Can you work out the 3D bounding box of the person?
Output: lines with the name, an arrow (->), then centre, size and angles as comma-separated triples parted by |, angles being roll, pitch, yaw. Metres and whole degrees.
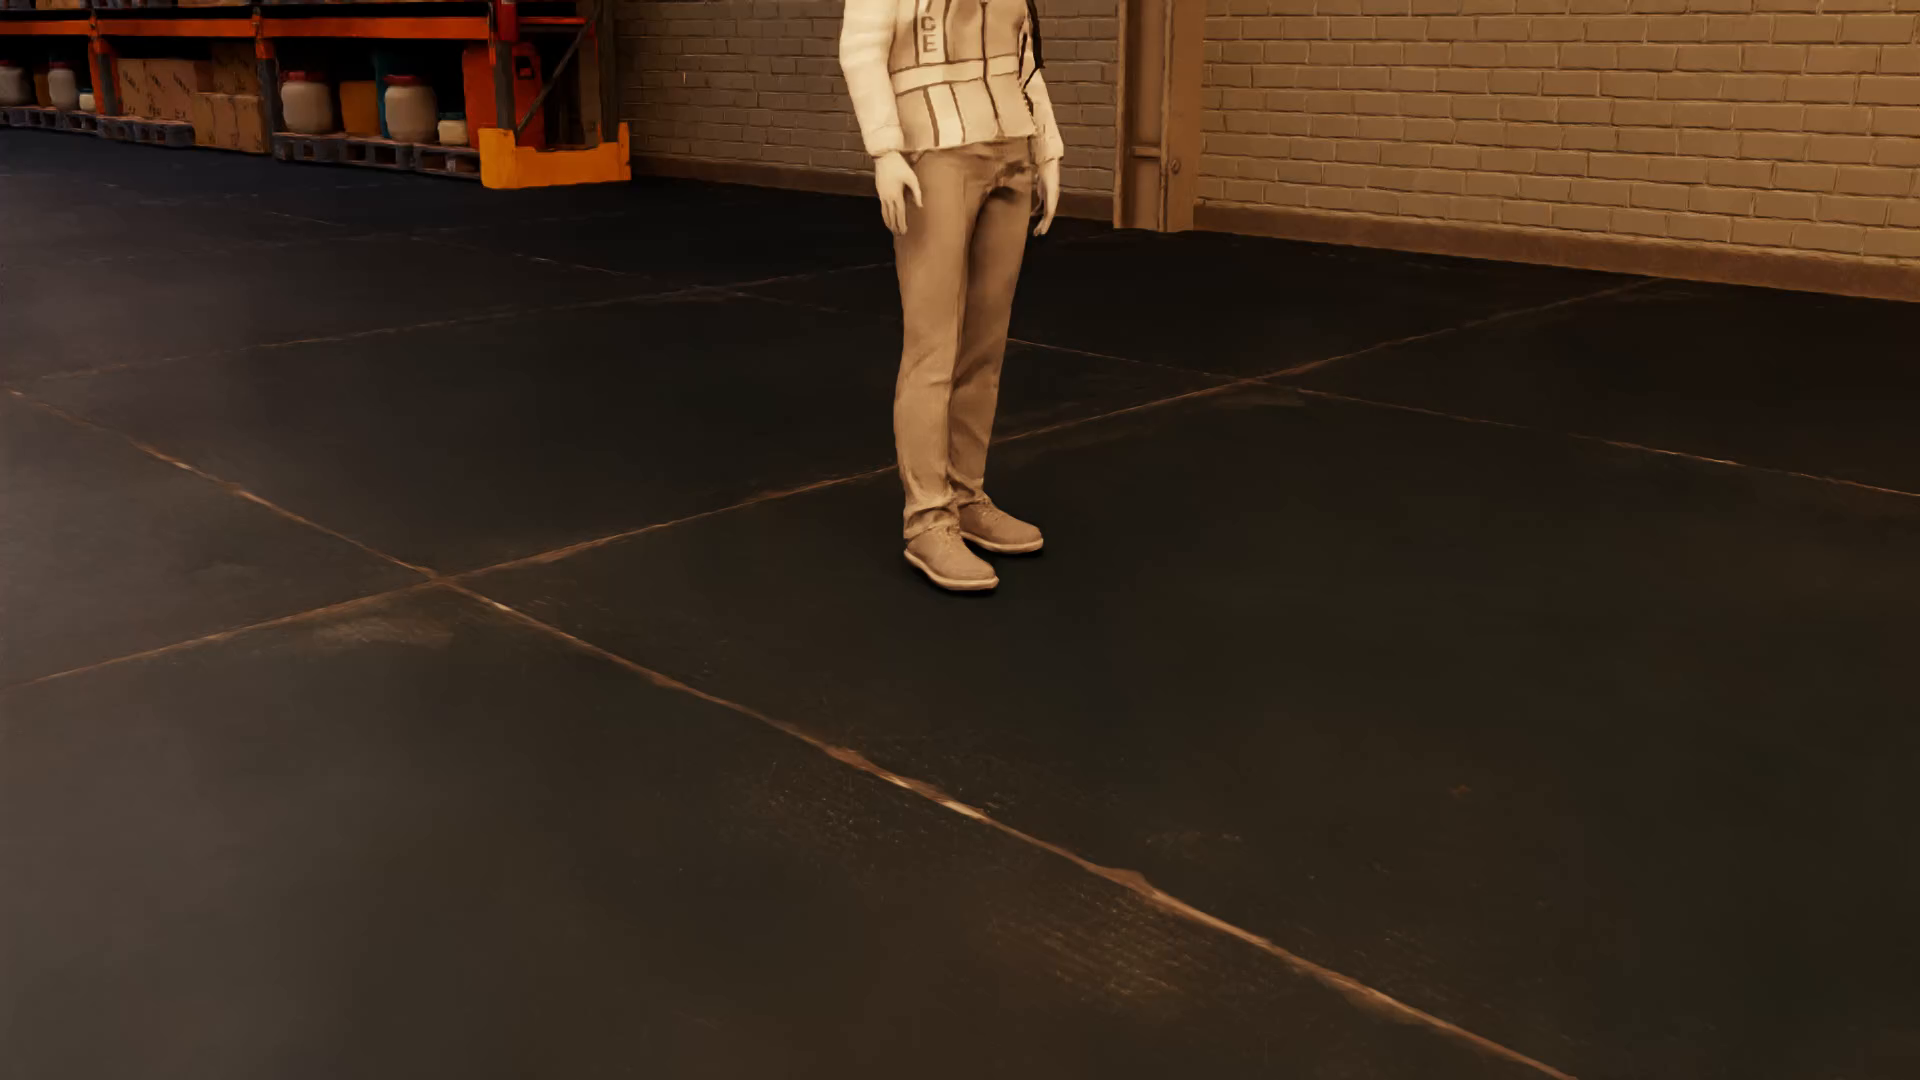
person -> 0.043, -0.801, 3.593 | 0.533, 1.695, 0.586 | 16, 23, 42
